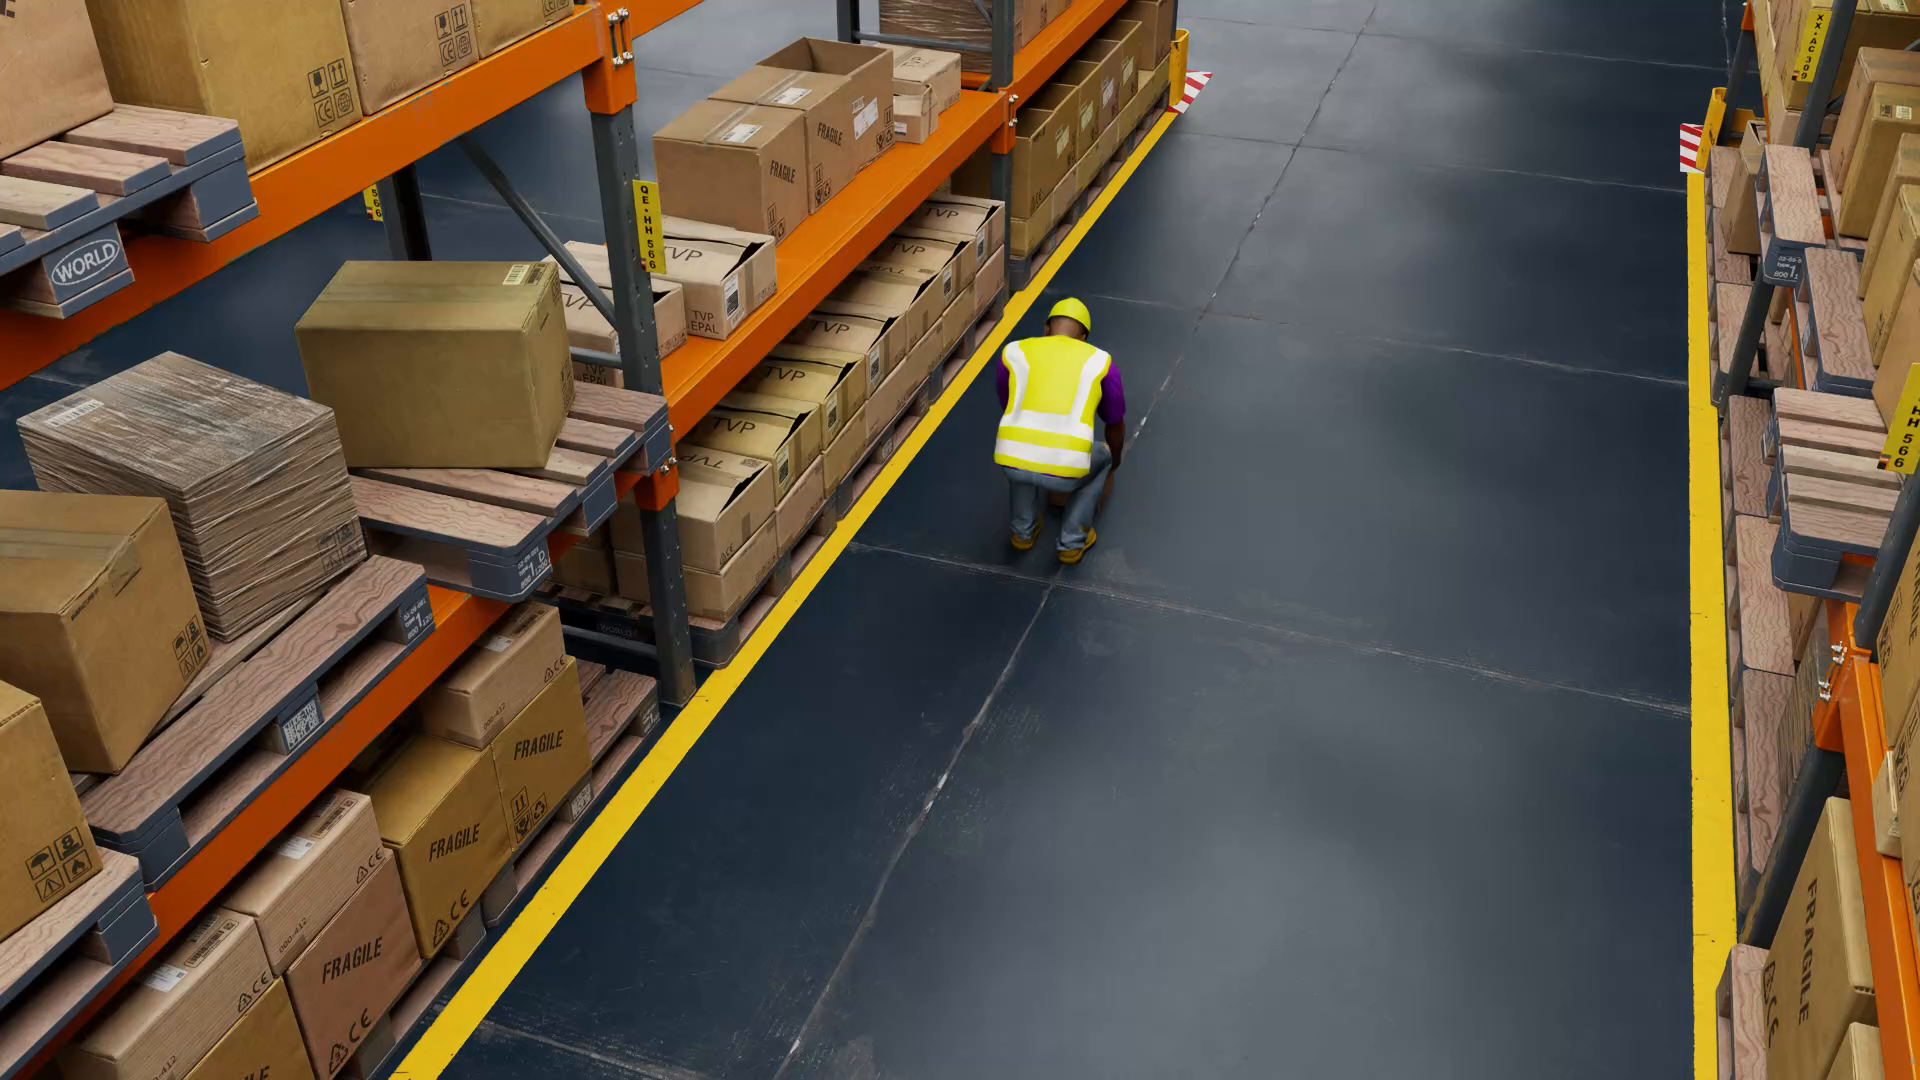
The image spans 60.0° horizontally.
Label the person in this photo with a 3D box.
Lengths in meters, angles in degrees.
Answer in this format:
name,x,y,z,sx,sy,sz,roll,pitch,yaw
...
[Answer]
name,x,y,z,sx,sy,sz,roll,pitch,yaw
person,0.409,-0.481,7.527,0.593,1.039,0.884,11,35,16
